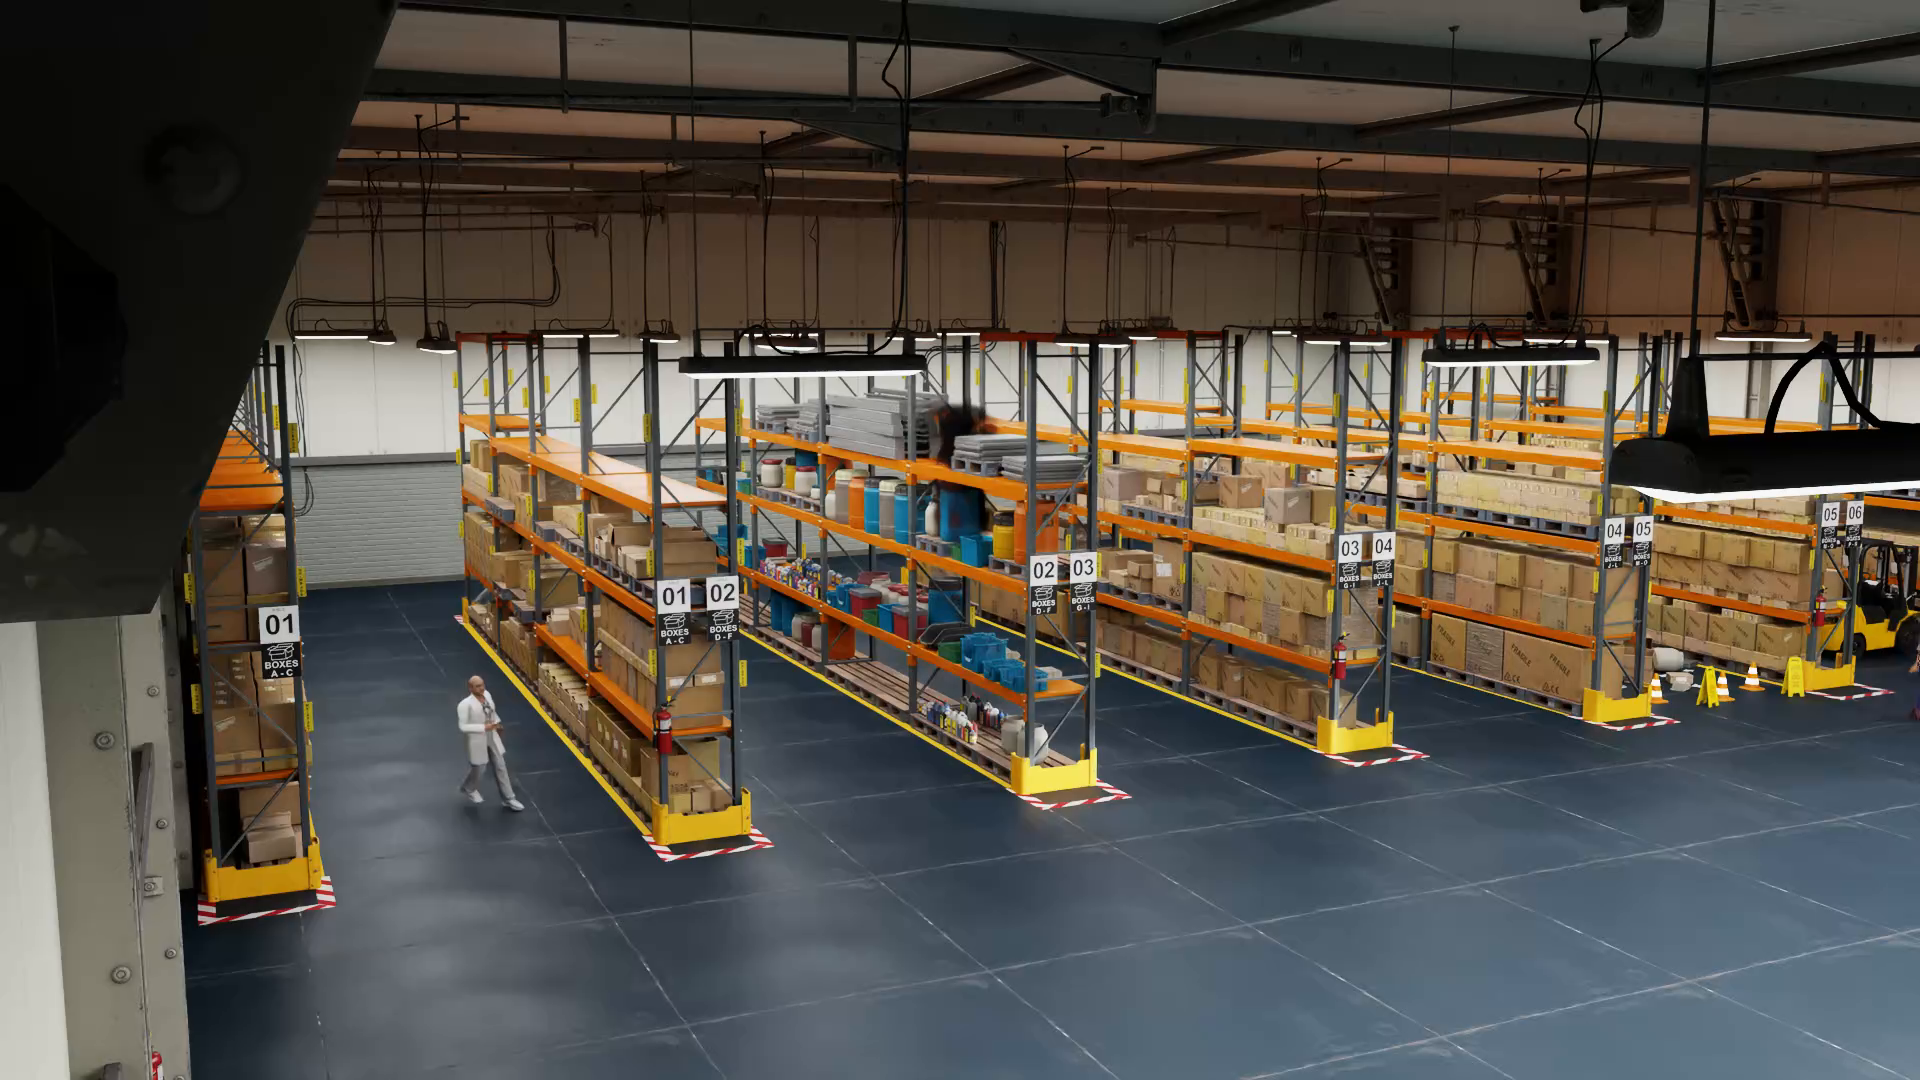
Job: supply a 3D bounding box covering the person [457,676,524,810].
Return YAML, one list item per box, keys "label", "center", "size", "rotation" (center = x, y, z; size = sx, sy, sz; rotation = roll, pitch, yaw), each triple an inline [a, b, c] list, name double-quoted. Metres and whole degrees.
- label: "person"
  center: [-6.126, 2.624, 21.233]
  size: [1.027, 1.659, 0.723]
  rotation: [5, 9, 30]

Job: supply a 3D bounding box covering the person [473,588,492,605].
- label: "person"
  center: [-9.996, 0.690, 35.699]
  size: [0.912, 1.696, 0.636]
  rotation: [-3, 8, -20]

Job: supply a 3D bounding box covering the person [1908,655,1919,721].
- label: "person"
  center: [15.210, 2.075, 25.886]
  size: [0.621, 1.583, 0.672]
  rotation: [-5, 9, -35]
